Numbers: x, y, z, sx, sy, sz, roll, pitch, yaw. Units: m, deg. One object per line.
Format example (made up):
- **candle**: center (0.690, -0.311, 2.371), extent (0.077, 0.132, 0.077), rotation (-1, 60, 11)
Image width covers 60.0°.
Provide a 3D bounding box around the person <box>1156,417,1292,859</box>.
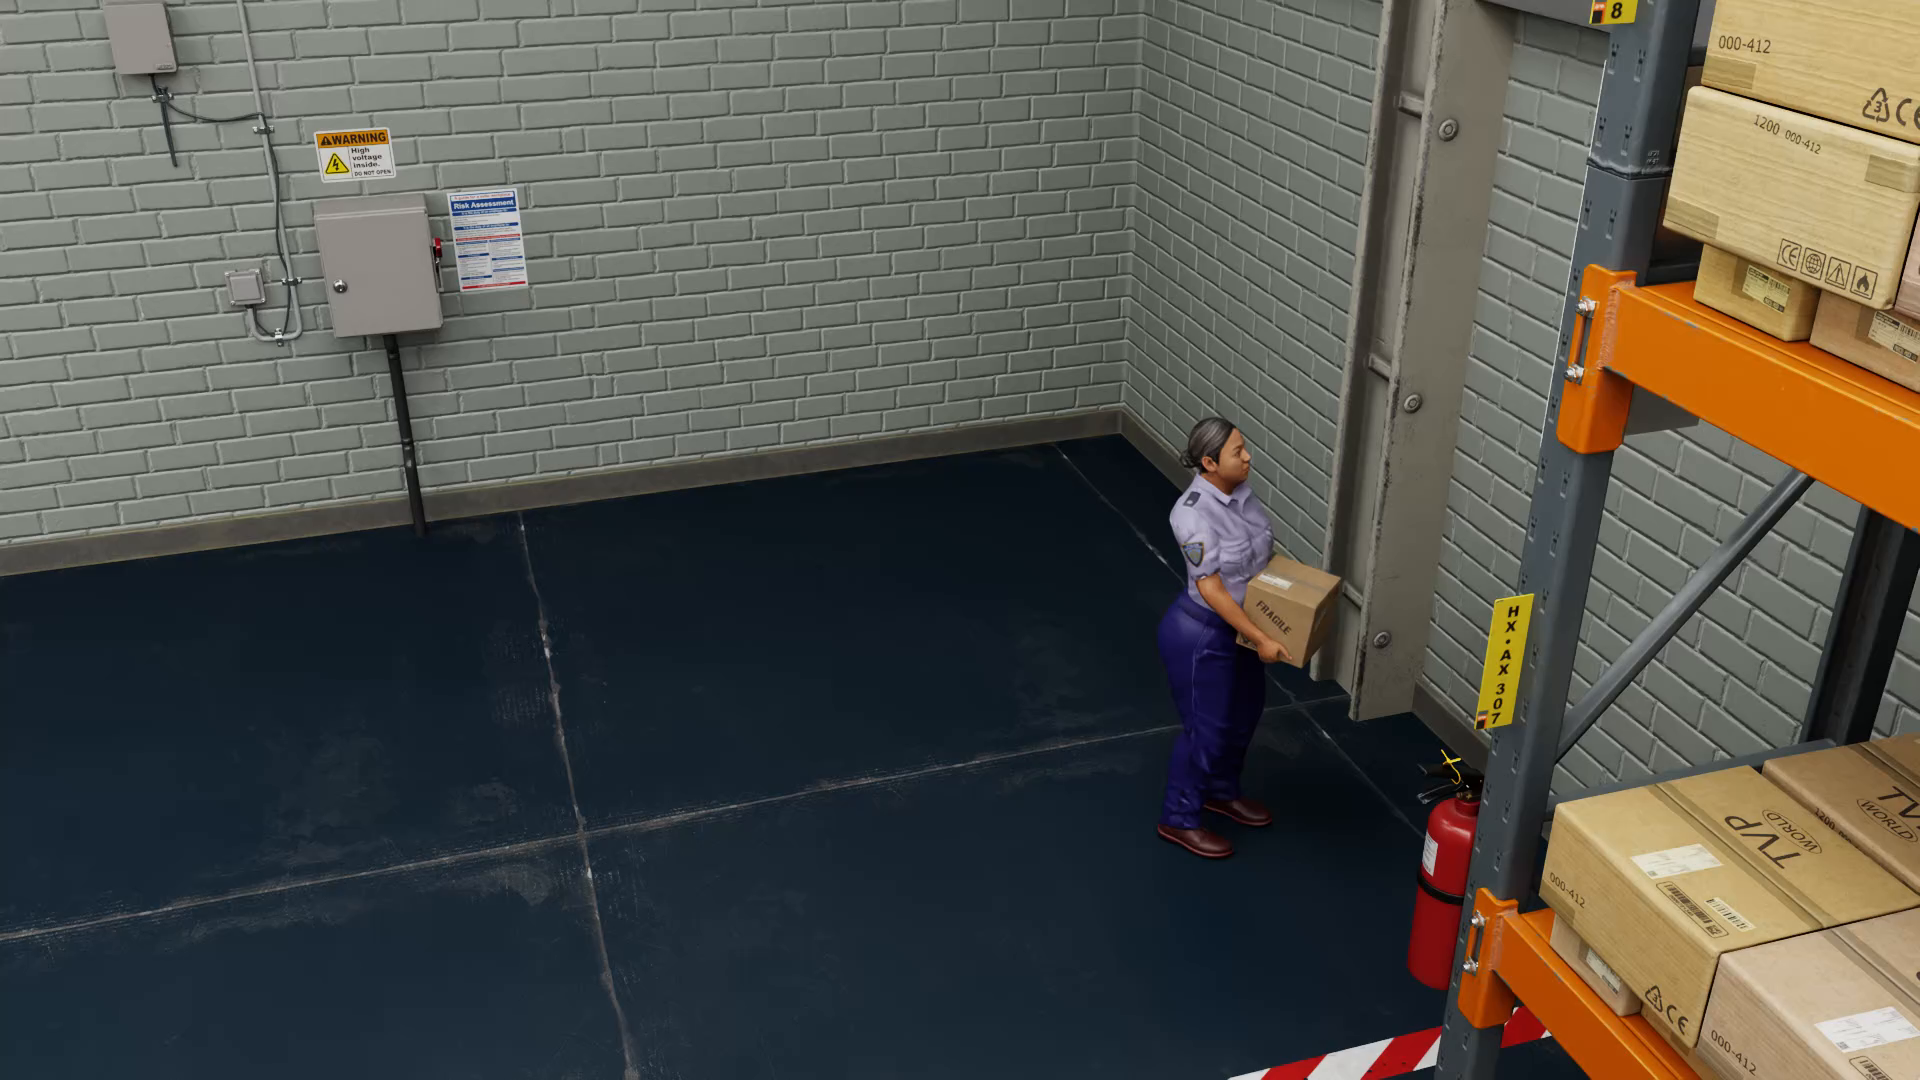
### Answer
- **person**: center (0.986, 0.356, 5.930), extent (0.517, 1.634, 0.452), rotation (15, 30, 28)
